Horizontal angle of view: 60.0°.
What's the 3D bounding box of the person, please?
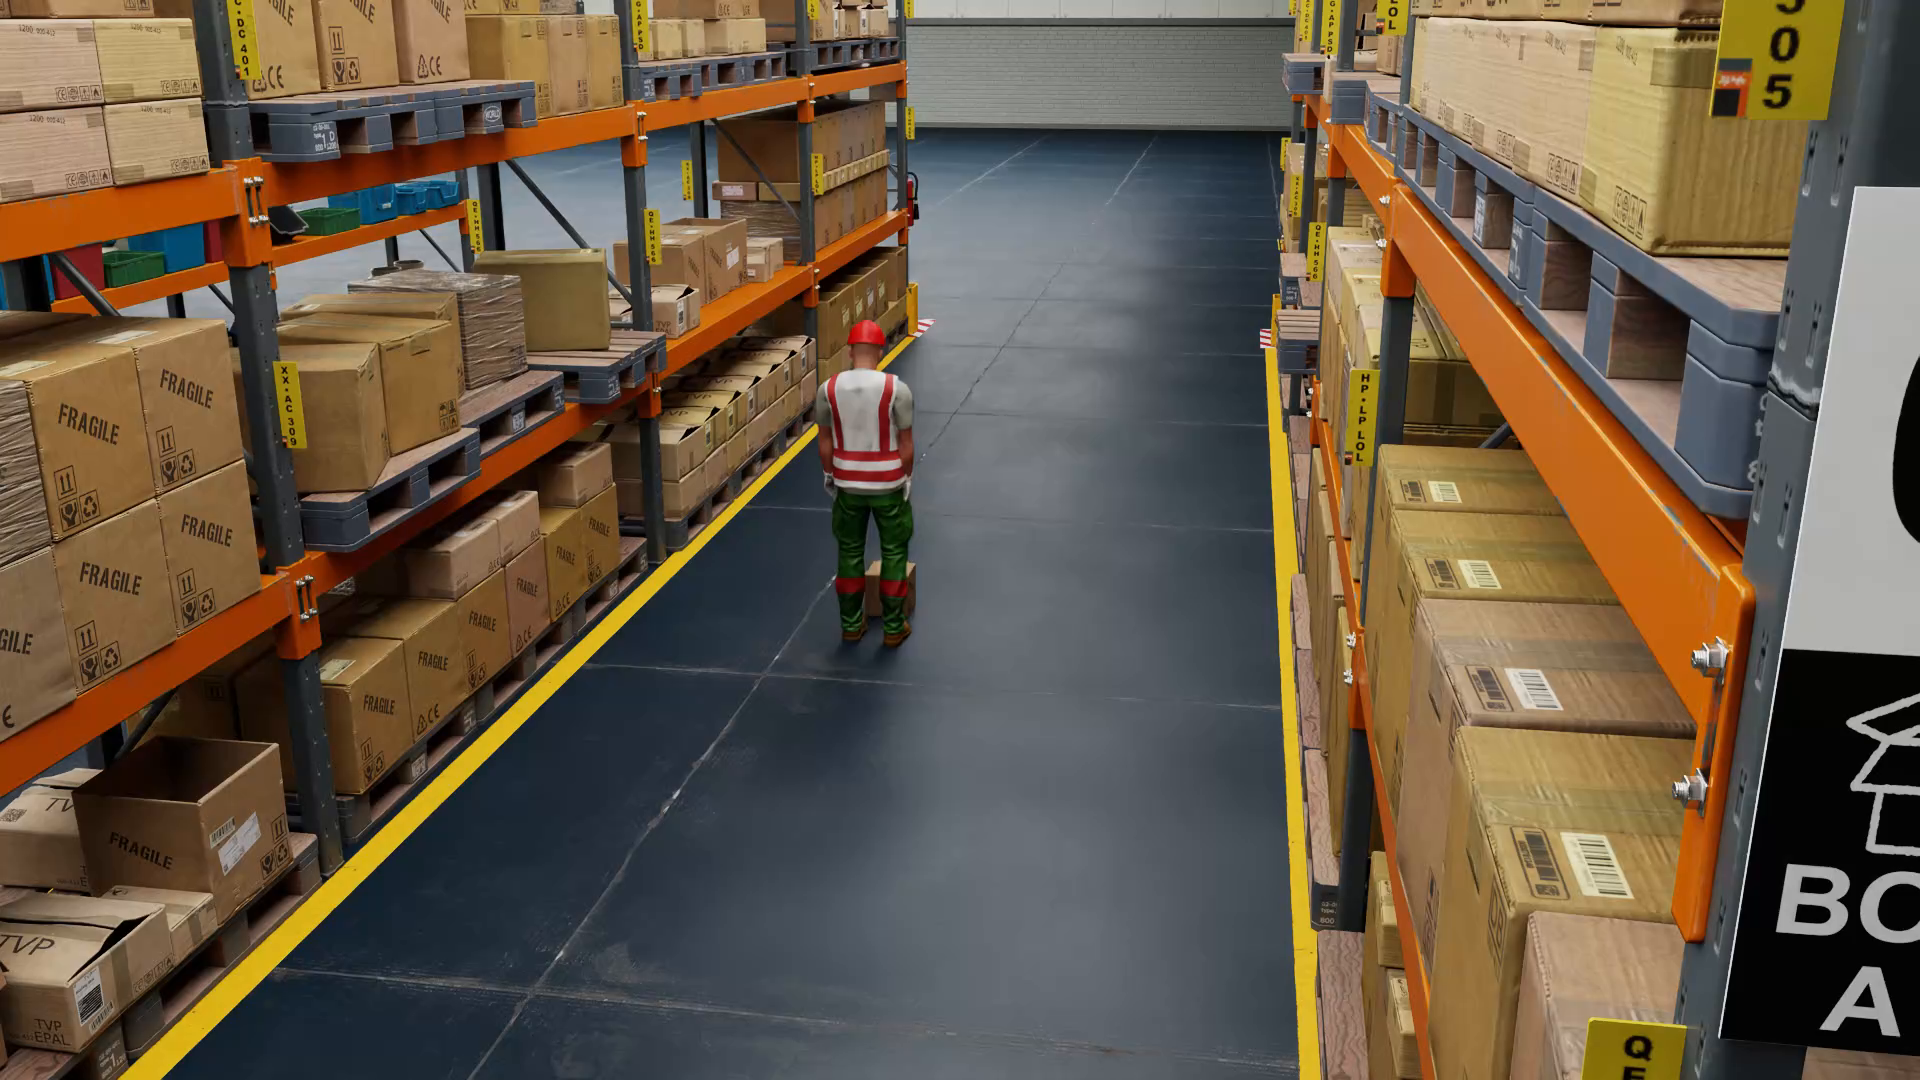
[{"bbox_3d":[-0.499,-0.306,9.007,0.533,1.767,0.388,3,18,10],"label":"person"}]
